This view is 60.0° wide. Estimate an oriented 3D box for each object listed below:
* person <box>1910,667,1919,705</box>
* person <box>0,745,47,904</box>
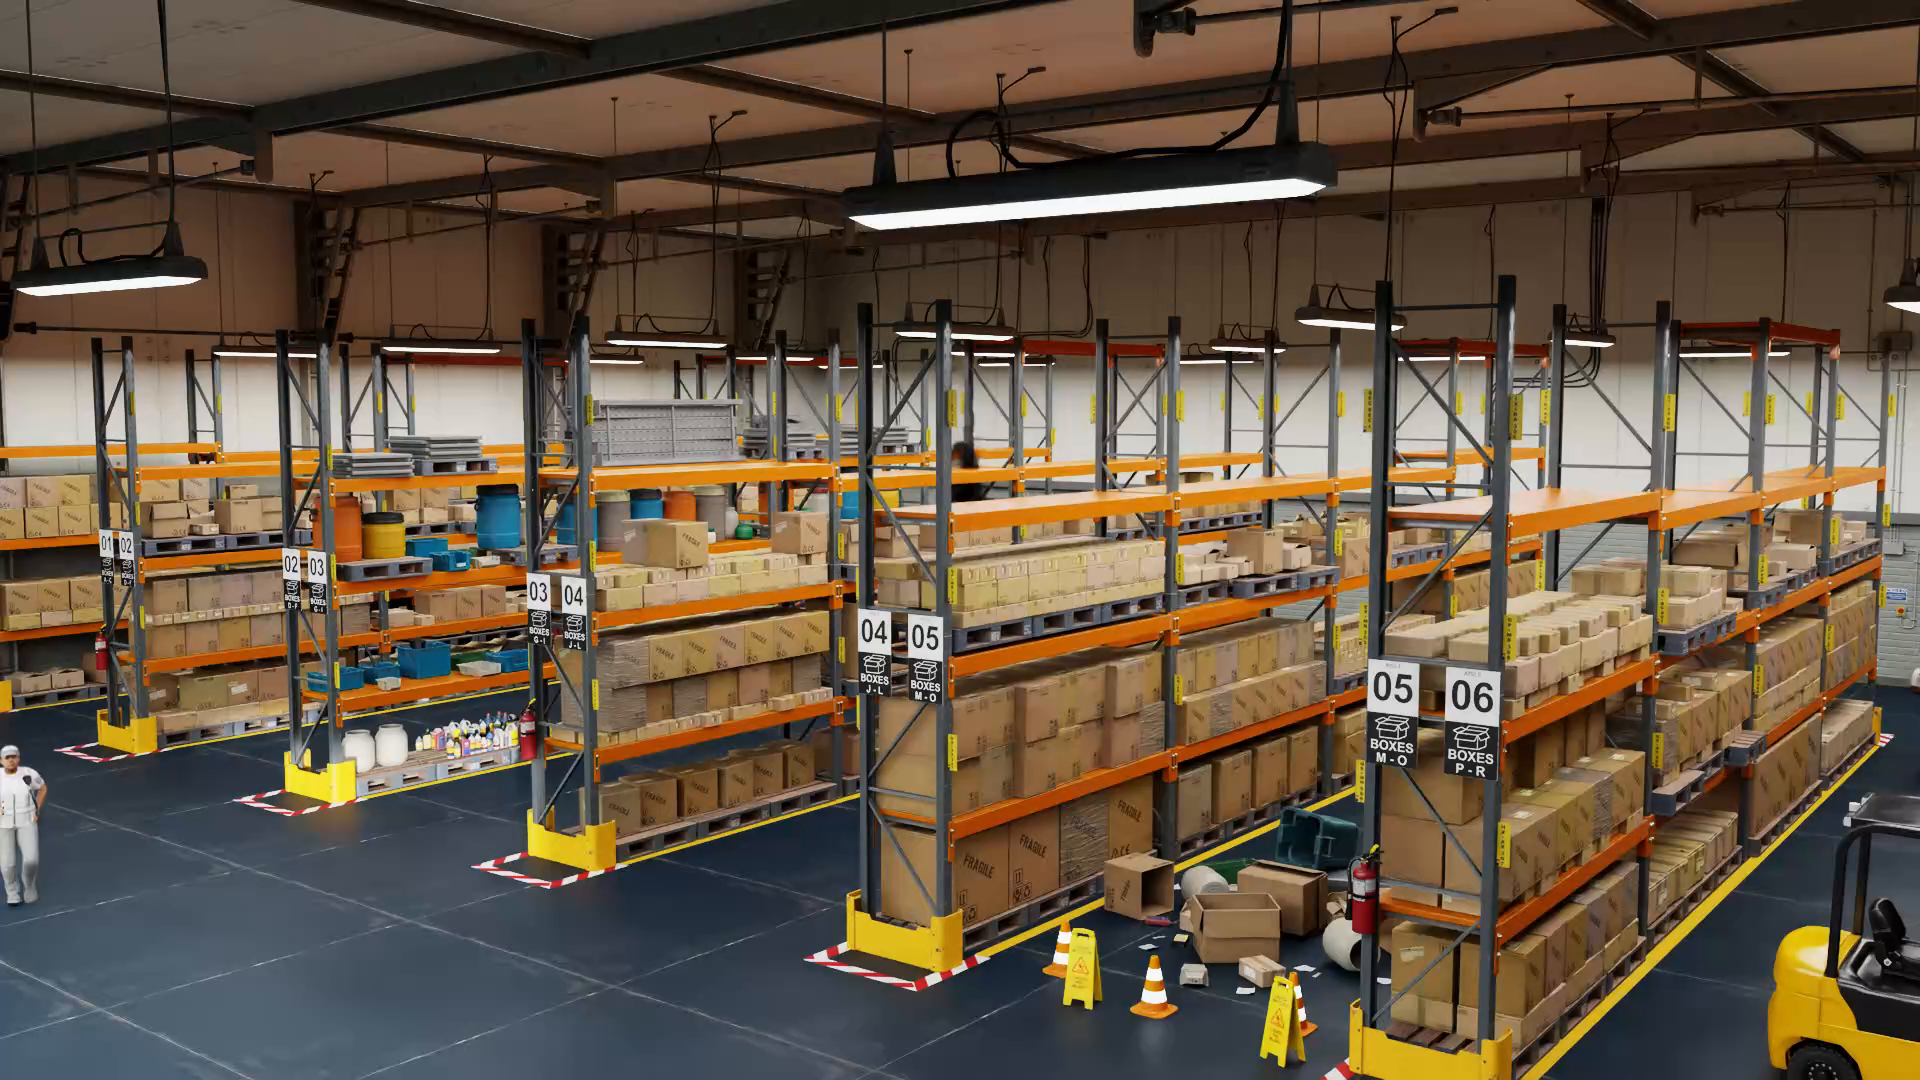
[{"bbox_3d":[13.554,2.300,23.039,0.694,1.723,0.587,3,6,32],"label":"person"},{"bbox_3d":[-9.509,2.891,16.751,0.589,1.647,0.577,-3,6,-31],"label":"person"}]
